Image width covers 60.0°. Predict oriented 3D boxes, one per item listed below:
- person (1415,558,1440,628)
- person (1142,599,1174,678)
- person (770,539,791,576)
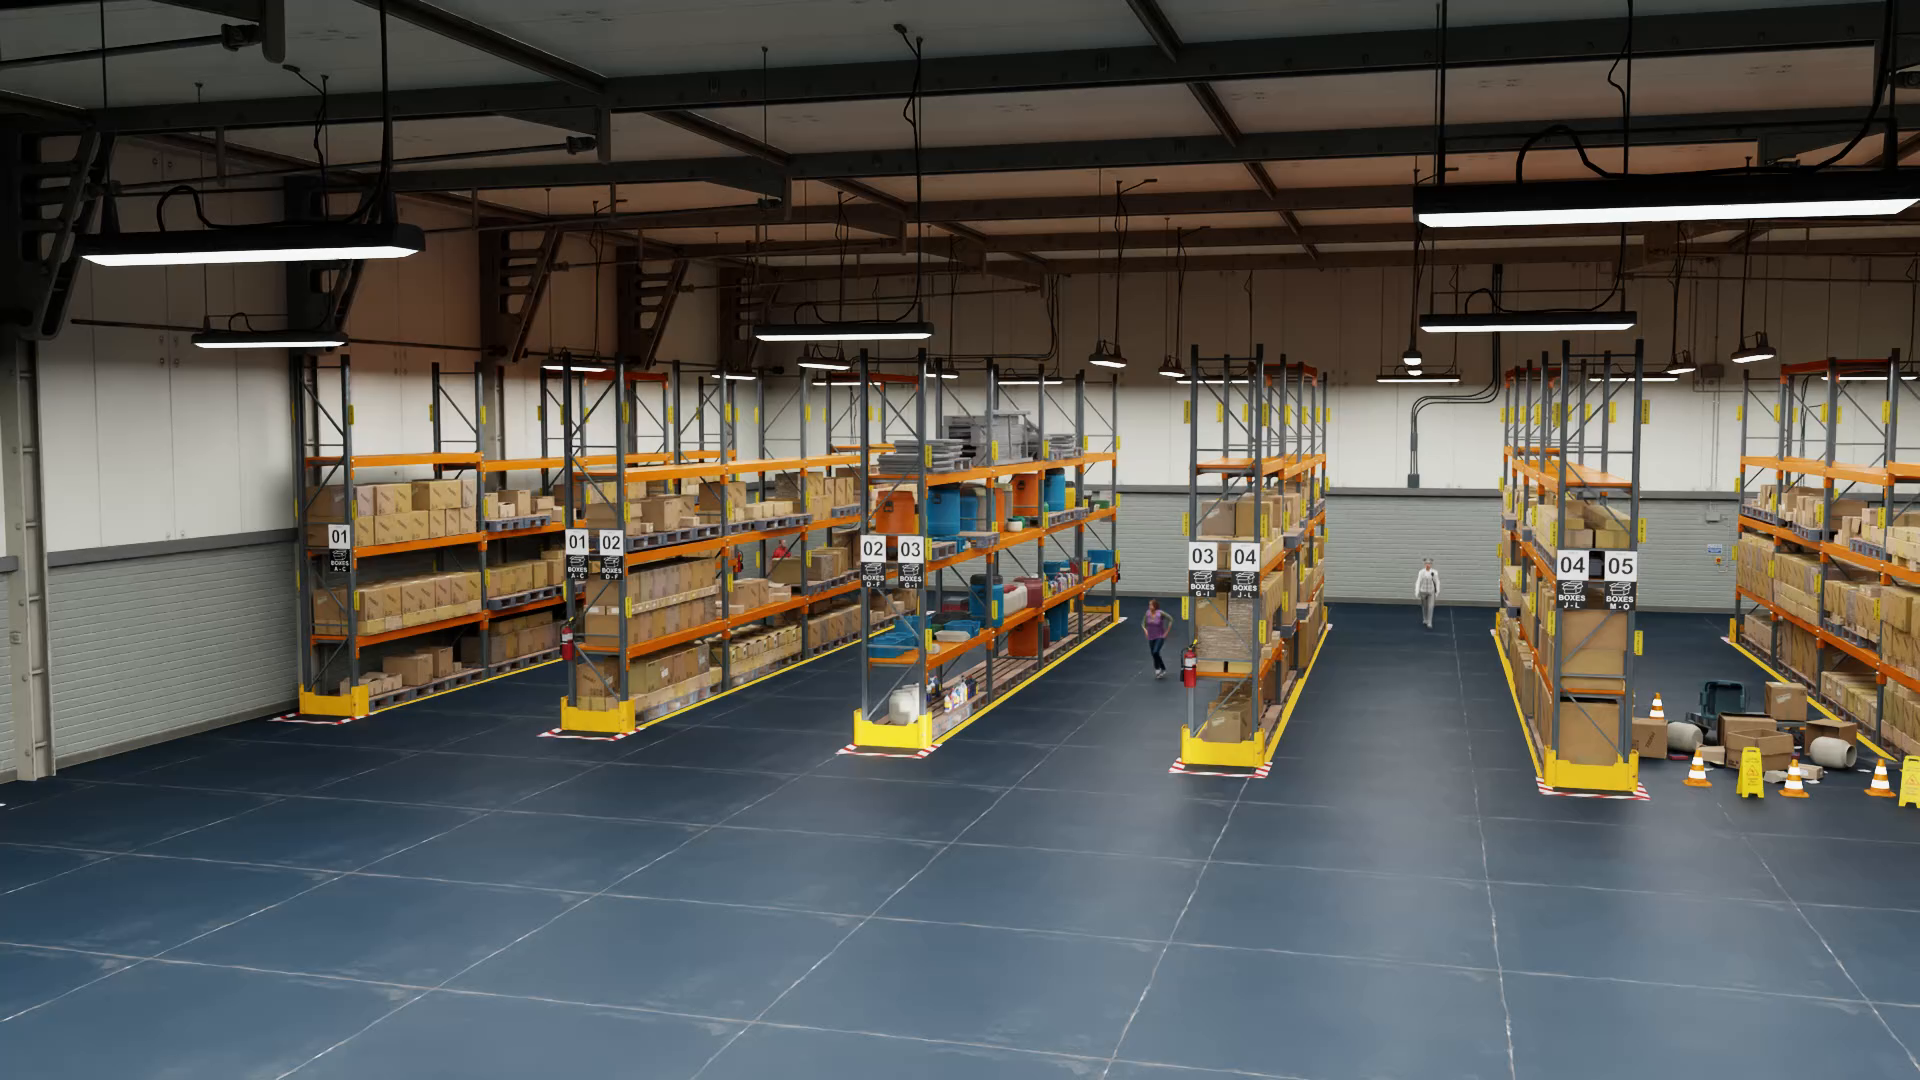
[{"bbox_3d":[11.043,1.221,39.261,0.547,1.613,1.034,1,5,19],"label":"person"},{"bbox_3d":[3.756,1.862,31.543,0.578,1.517,0.795,2,5,28],"label":"person"},{"bbox_3d":[-4.748,0.806,44.700,1.072,1.678,0.522,2,5,25],"label":"person"}]
